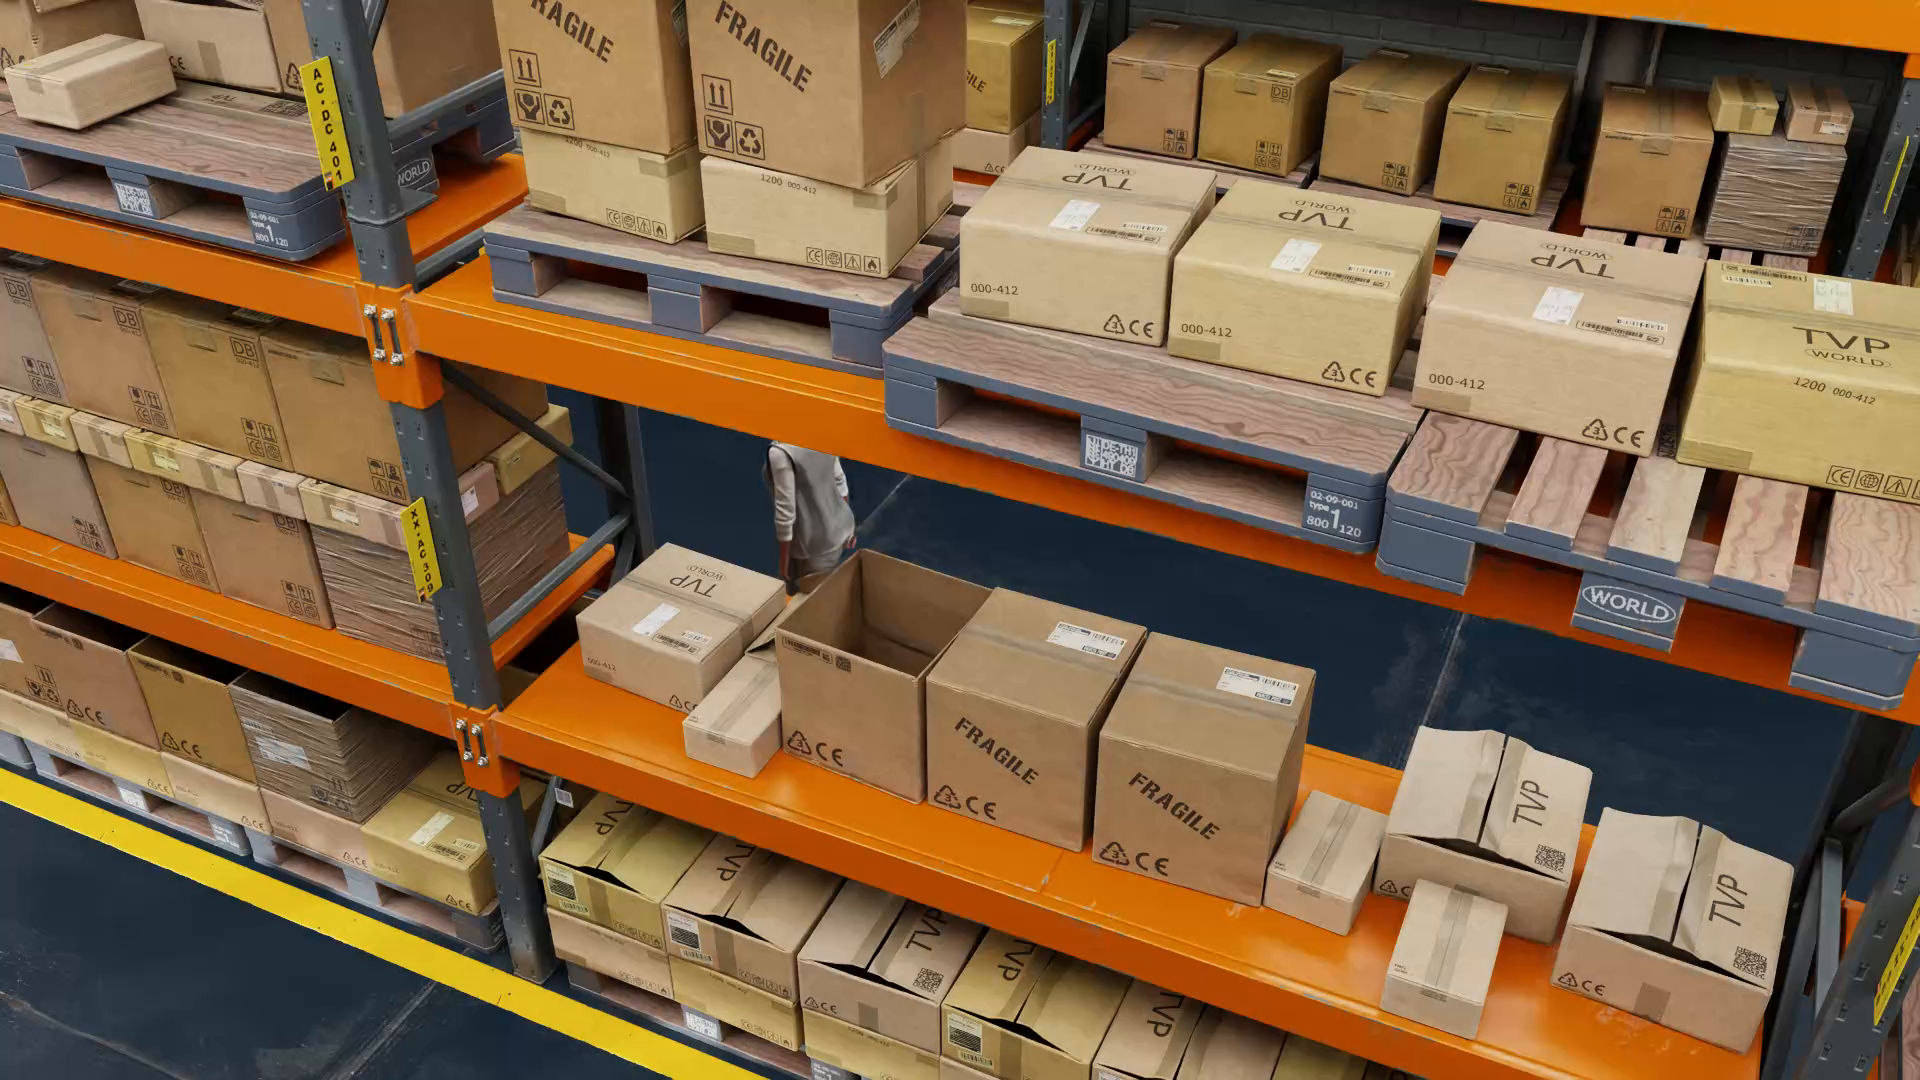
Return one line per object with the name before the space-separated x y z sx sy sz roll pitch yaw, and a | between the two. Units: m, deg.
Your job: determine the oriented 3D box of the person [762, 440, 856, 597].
person | -0.618 -0.005 7.190 1.020 1.533 0.419 14 37 19
